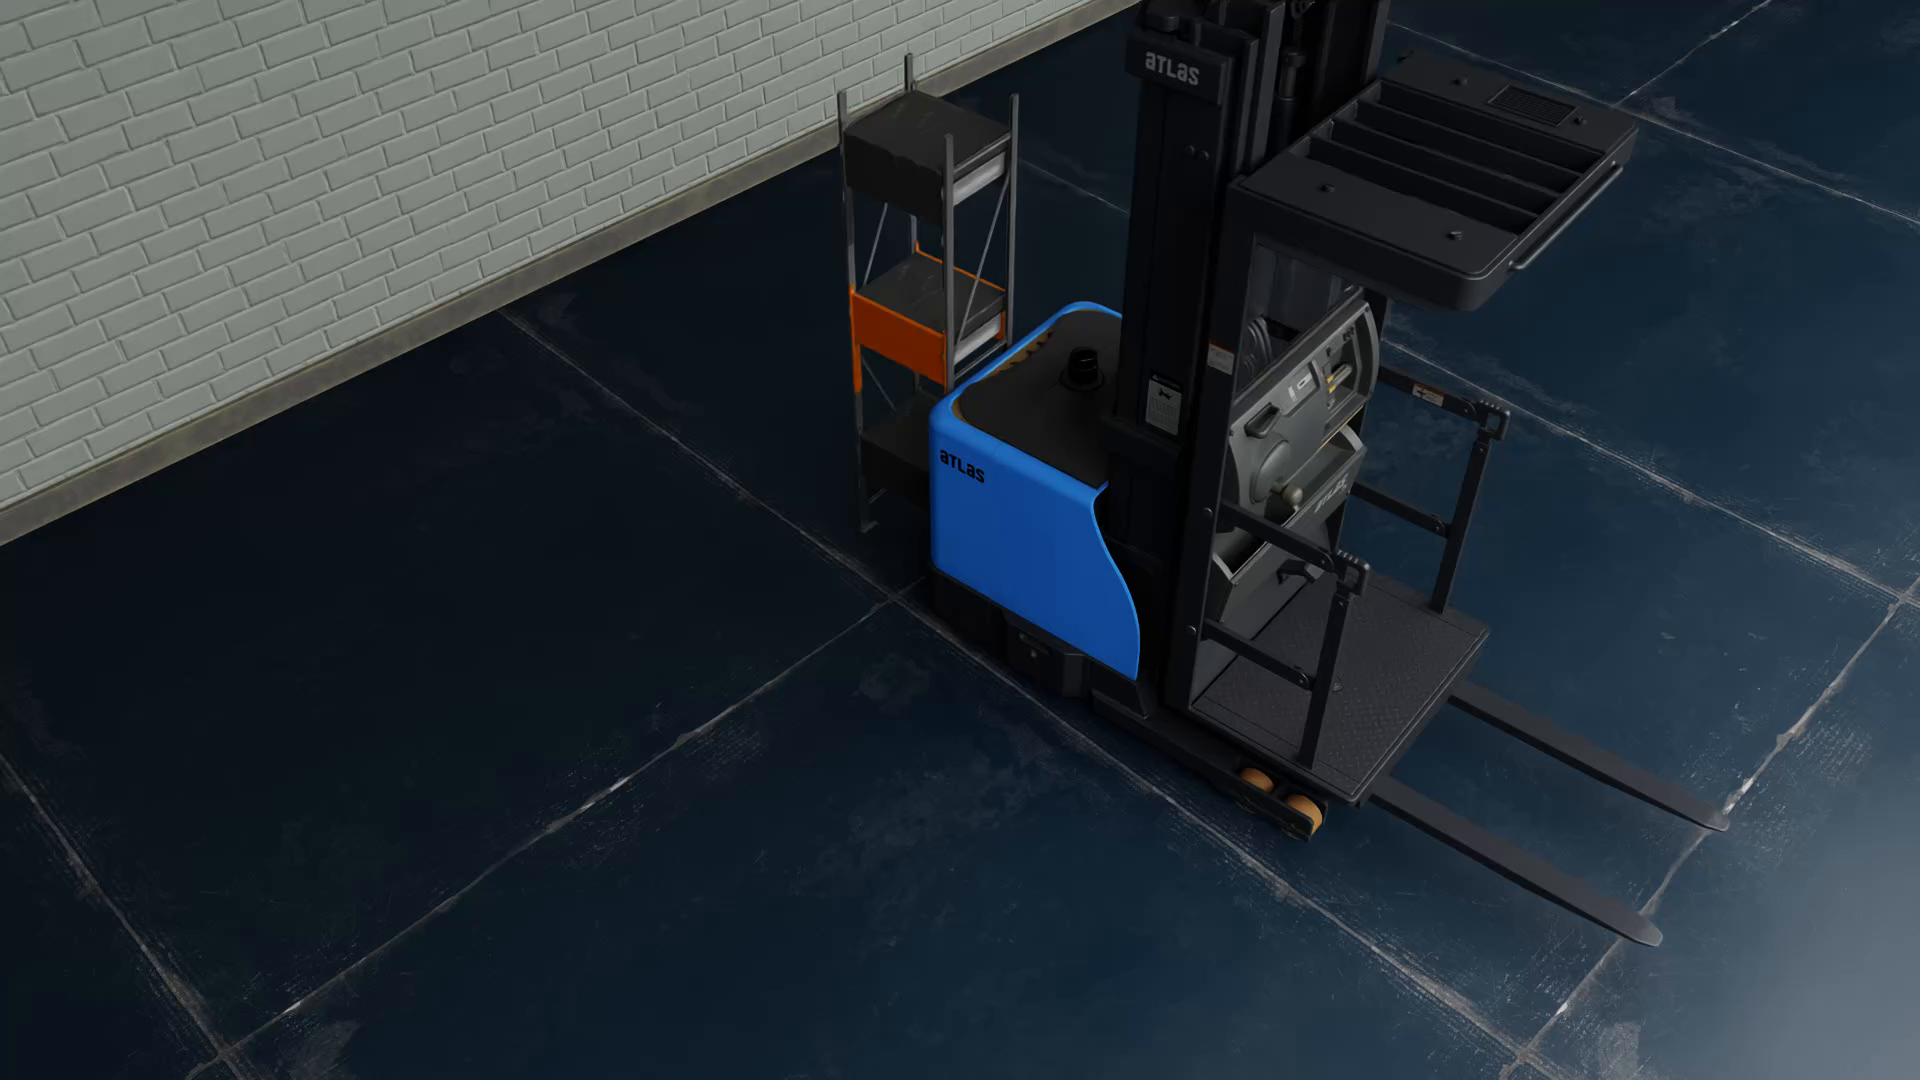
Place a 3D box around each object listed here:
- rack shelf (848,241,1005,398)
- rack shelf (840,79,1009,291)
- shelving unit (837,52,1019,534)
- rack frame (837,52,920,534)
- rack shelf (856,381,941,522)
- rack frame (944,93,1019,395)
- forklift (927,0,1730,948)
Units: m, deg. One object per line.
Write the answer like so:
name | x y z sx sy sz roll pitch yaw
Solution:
rack shelf | -0.114 -0.792 6.580 0.480 0.518 0.431 29 50 28
rack shelf | -0.114 -1.306 6.105 0.480 0.518 0.431 29 50 28
shelving unit | -0.114 -0.802 6.571 0.503 2.100 0.431 29 50 28
rack frame | -0.303 -0.906 6.684 0.015 2.100 0.400 29 50 28
rack shelf | -0.114 -0.278 7.055 0.480 0.518 0.431 29 50 28
rack frame | 0.076 -0.697 6.458 0.015 2.100 0.400 29 50 28
forklift | 1.328 -0.396 5.518 3.031 2.935 1.130 29 50 28
